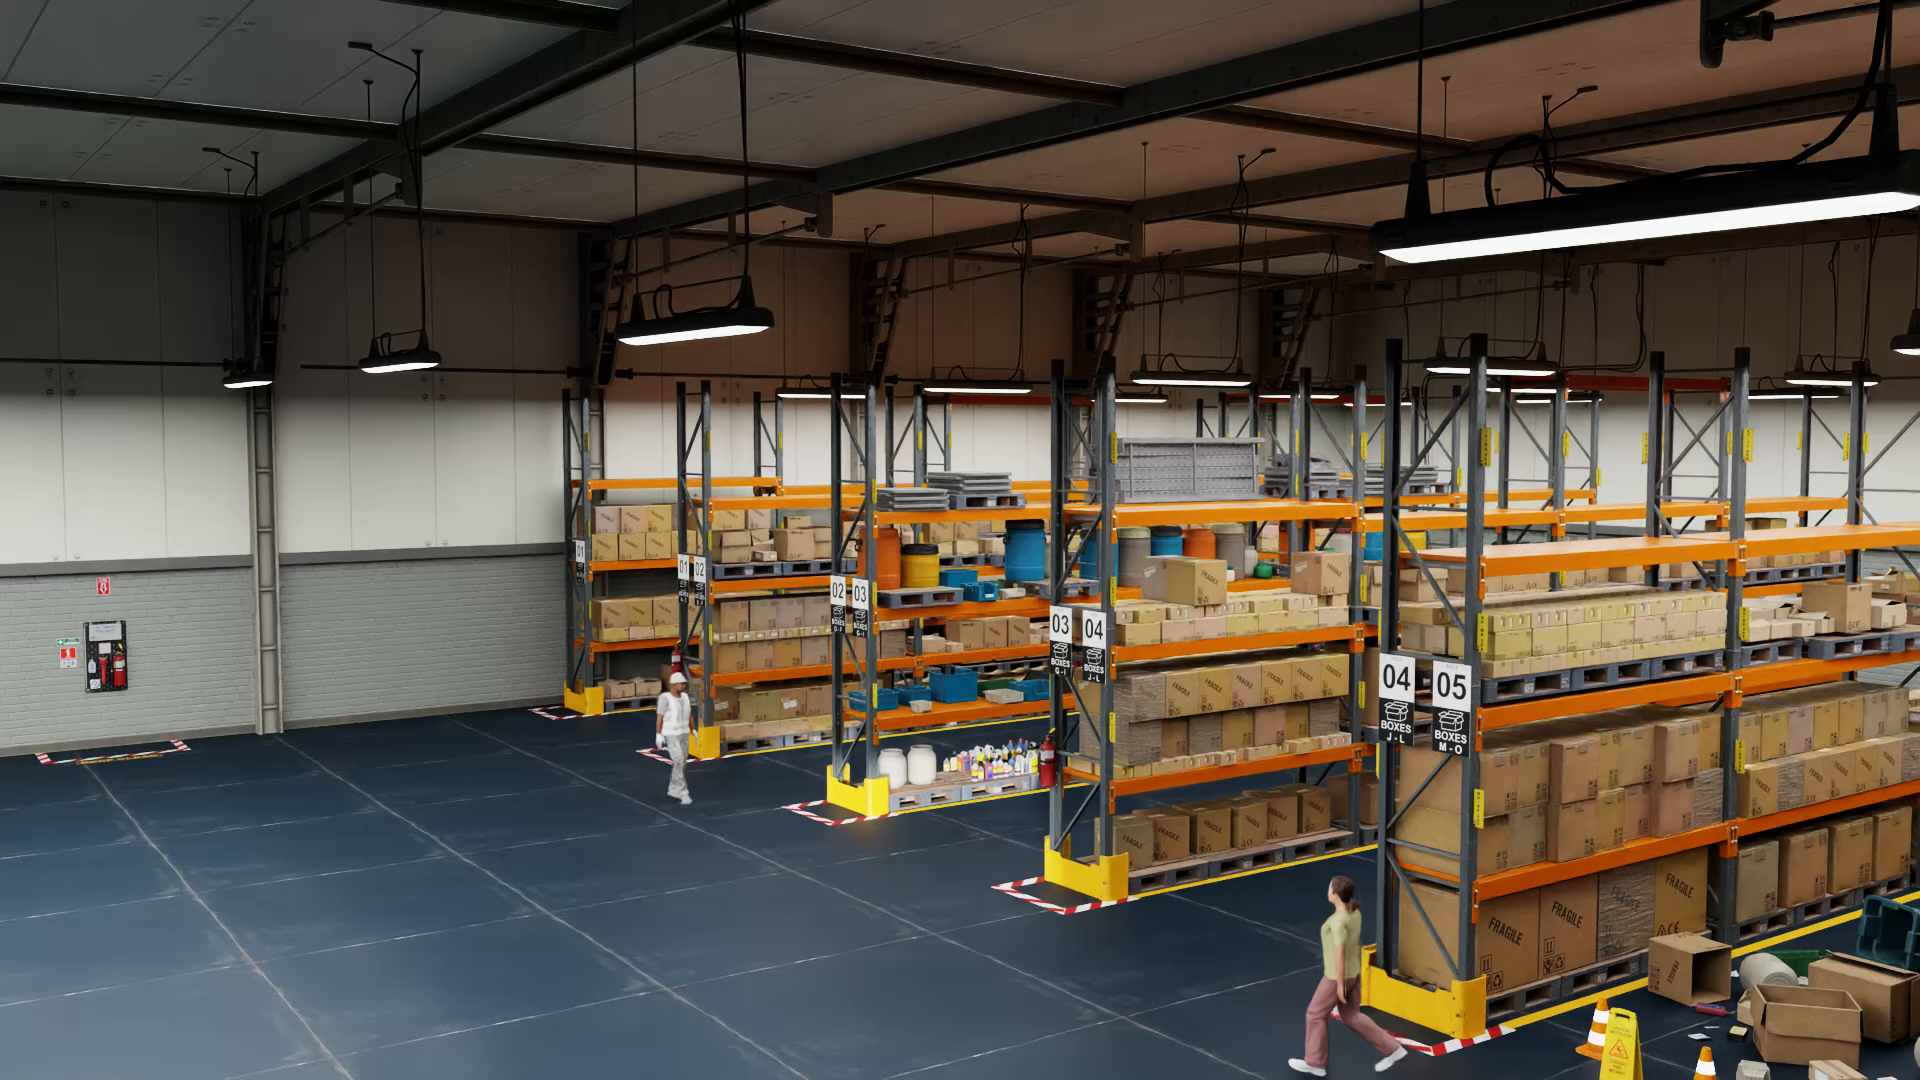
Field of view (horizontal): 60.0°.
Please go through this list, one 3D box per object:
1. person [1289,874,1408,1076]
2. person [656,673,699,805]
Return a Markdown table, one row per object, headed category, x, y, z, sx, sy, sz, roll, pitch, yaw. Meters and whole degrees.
| category | x | y | z | sx | sy | sz | roll | pitch | yaw |
| --- | --- | --- | --- | --- | --- | --- | --- | --- | --- |
| person | 3.087 | 3.485 | 13.237 | 0.920 | 1.634 | 0.447 | 2 | 4 | 27 |
| person | -3.905 | 2.772 | 23.441 | 0.663 | 1.788 | 0.574 | 3 | 4 | 35 |
